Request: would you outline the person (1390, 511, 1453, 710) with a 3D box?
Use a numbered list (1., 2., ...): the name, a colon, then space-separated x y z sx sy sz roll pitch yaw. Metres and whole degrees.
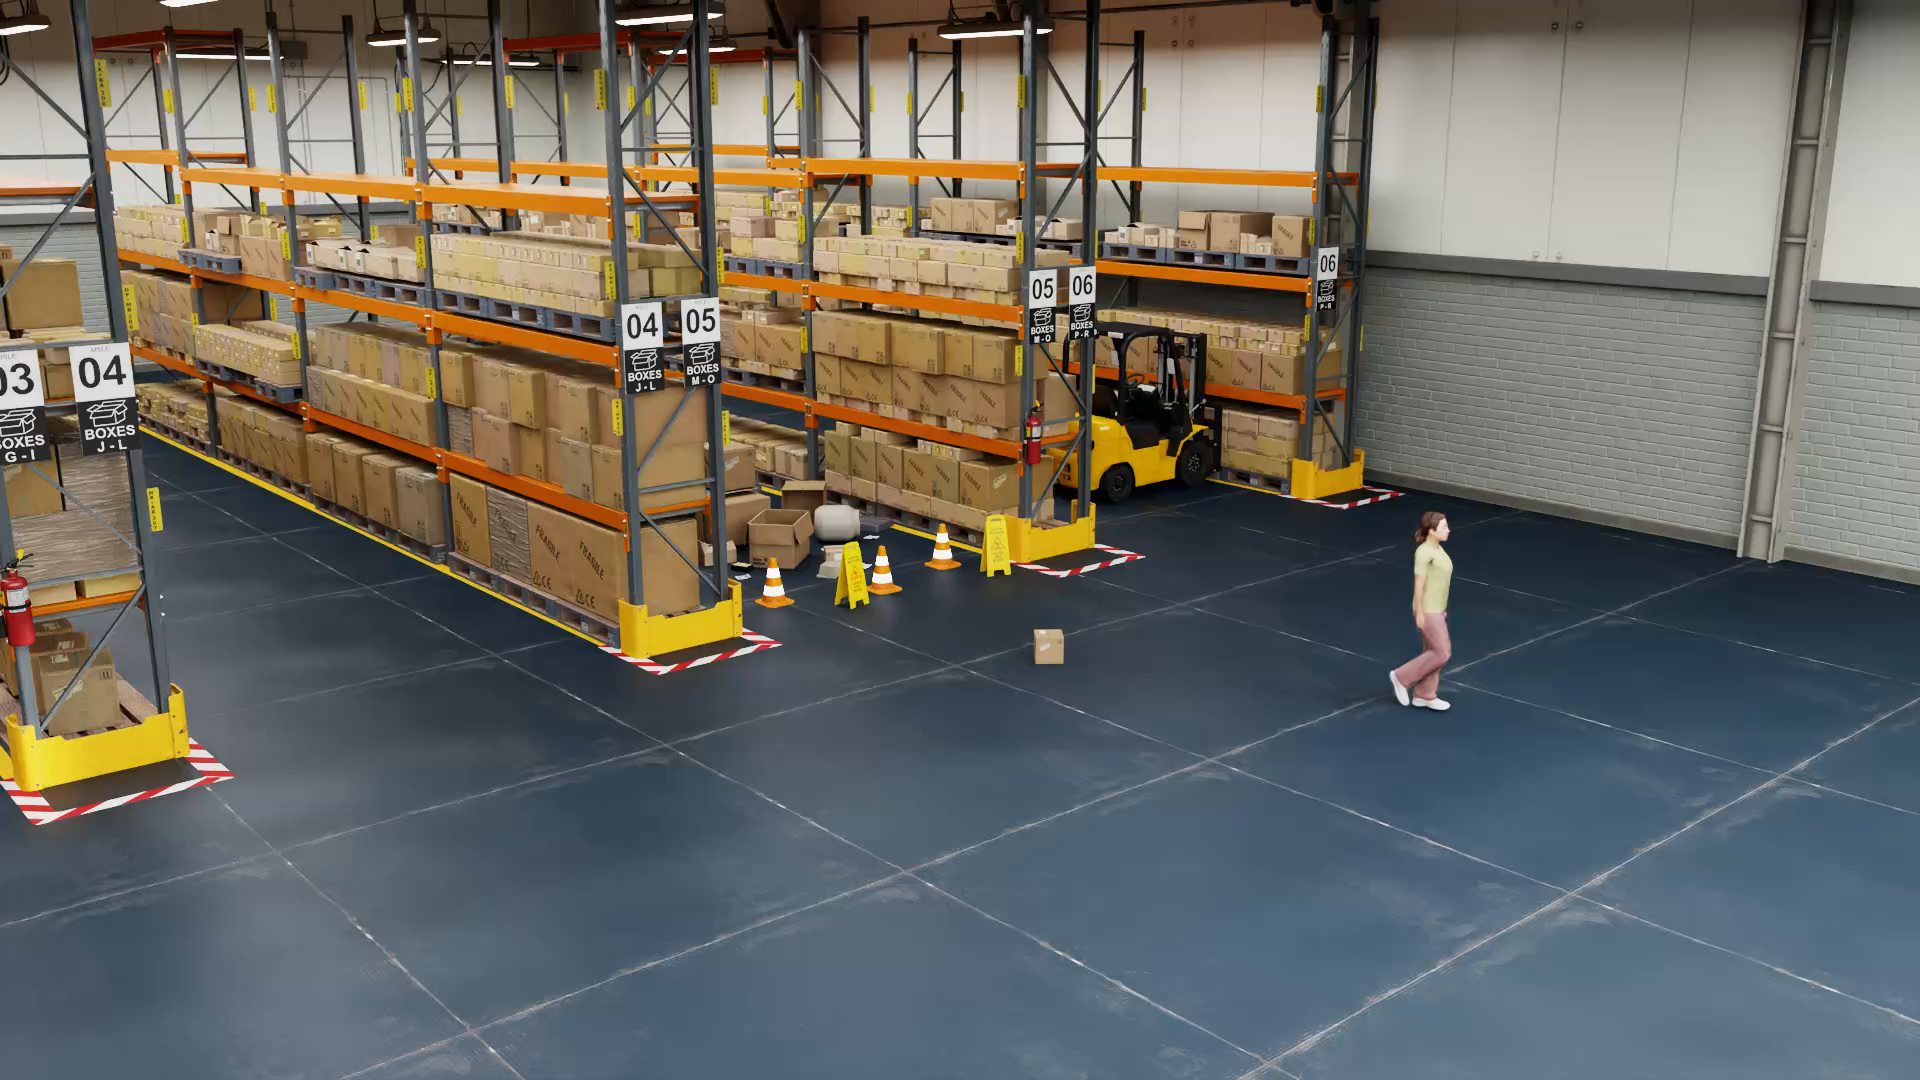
1. person: 3.831 0.578 13.630 0.494 1.666 0.448 8 16 28
